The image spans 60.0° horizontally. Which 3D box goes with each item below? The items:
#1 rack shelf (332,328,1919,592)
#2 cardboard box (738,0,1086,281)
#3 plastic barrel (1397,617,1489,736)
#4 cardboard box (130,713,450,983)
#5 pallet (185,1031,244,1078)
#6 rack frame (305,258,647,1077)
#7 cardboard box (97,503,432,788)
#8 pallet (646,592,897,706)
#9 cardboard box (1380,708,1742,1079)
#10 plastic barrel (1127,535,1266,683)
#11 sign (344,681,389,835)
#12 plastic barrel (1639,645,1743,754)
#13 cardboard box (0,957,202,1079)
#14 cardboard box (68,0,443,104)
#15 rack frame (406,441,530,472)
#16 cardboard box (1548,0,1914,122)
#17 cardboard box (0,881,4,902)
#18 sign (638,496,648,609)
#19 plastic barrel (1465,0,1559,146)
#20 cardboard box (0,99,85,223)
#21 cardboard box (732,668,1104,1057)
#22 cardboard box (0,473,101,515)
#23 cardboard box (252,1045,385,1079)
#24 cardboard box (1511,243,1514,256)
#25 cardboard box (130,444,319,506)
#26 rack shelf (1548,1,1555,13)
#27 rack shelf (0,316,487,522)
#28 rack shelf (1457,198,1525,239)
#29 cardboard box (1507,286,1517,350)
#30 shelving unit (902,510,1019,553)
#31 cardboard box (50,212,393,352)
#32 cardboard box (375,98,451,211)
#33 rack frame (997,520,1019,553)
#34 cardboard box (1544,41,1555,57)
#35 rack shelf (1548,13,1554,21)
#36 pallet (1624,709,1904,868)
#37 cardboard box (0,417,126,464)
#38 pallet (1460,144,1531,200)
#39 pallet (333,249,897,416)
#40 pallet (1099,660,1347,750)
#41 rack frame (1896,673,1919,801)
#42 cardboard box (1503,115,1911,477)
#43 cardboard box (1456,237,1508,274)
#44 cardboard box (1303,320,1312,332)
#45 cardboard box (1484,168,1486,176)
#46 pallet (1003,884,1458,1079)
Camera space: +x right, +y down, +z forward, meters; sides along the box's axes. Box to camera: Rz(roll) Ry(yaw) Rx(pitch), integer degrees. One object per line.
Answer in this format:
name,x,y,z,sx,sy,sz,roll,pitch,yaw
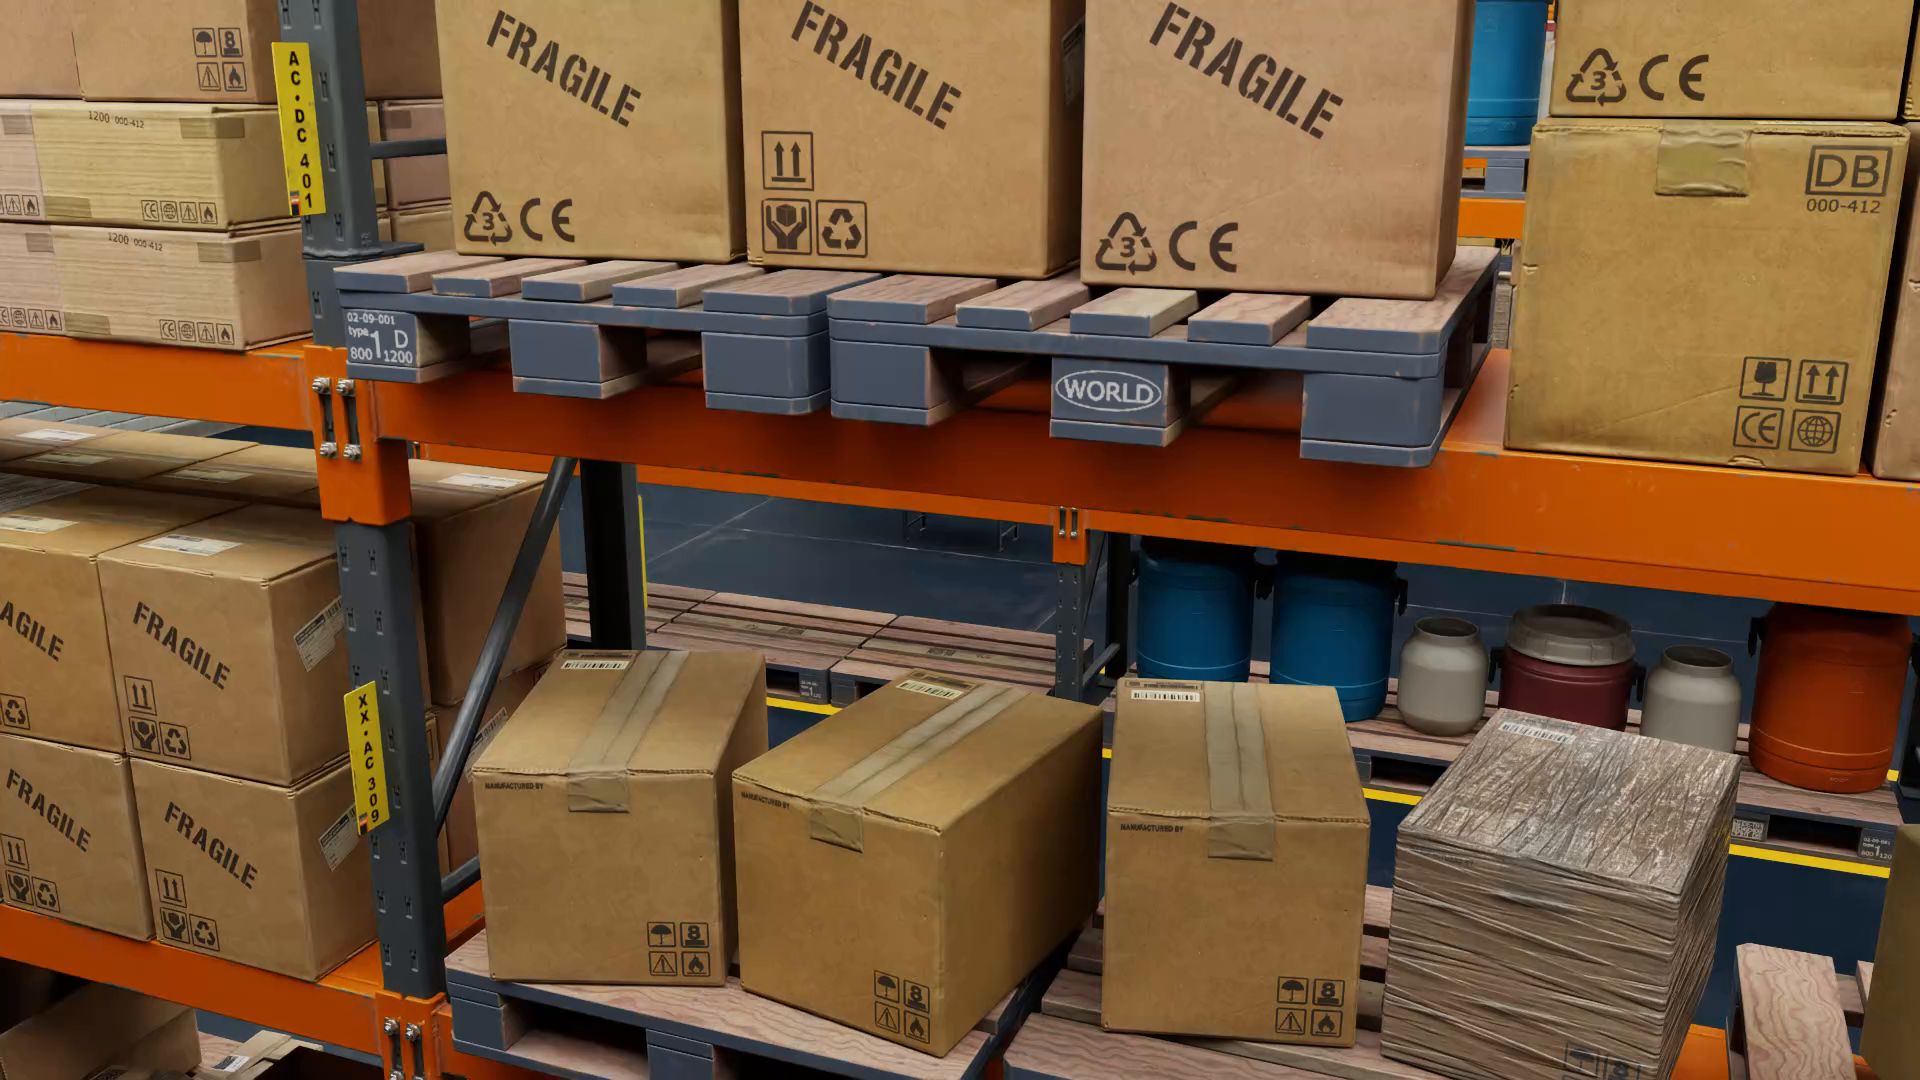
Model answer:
rack shelf,0.767,-0.143,3.196,4.000,0.370,1.077,6,17,21
cardboard box,-0.022,-0.858,3.256,0.600,0.600,0.600,6,17,20
plastic barrel,2.379,0.670,8.196,0.421,0.512,0.421,0,16,0
cardboard box,-1.652,0.715,4.152,0.500,0.500,0.500,7,17,22
pallet,-2.871,1.892,5.279,1.213,0.211,1.003,6,17,21
rack frame,-1.093,0.747,4.219,0.127,3.000,1.000,6,17,21
cardboard box,-1.659,0.235,4.012,0.500,0.500,0.500,6,17,21
pallet,-1.109,0.613,9.684,1.213,0.211,1.003,6,17,21
cardboard box,1.220,0.729,3.351,0.500,0.500,0.700,10,19,31
plastic barrel,1.228,0.329,8.670,0.708,0.901,0.600,6,17,21
sign,-1.285,0.473,3.611,0.005,0.325,0.100,6,17,21
plastic barrel,3.429,0.785,7.798,0.421,0.512,0.421,0,16,0
cardboard box,-2.843,1.544,5.163,0.637,0.503,0.797,6,17,21
cardboard box,-1.560,-1.261,3.785,0.500,0.500,0.700,6,17,21
rack frame,-2.993,-0.946,10.052,0.127,3.000,1.000,6,17,21
cardboard box,1.275,-0.963,2.757,0.500,0.500,0.500,6,17,21
cardboard box,-2.611,0.610,4.511,0.500,0.500,0.500,7,17,22
sign,-0.893,0.047,4.554,0.005,0.325,0.100,6,17,21
plastic barrel,2.372,-2.285,7.631,0.708,0.901,0.600,6,17,21
cardboard box,-2.109,-0.893,3.860,0.500,0.250,0.500,6,17,21
cardboard box,-0.072,0.658,3.594,0.500,0.500,0.700,9,19,29
cardboard box,-2.605,0.131,4.368,0.500,0.500,0.500,6,17,21
cardboard box,-1.727,1.752,4.453,0.500,0.500,0.500,6,17,21
cardboard box,5.618,-2.914,16.527,0.250,0.149,0.380,5,17,18
cardboard box,-1.908,0.045,4.664,0.500,0.500,0.500,6,17,19
rack shelf,8.042,-6.531,20.536,4.000,0.370,1.077,6,17,21
rack shelf,-2.954,-0.552,4.606,4.000,0.370,1.077,6,17,21
rack shelf,2.588,-1.427,7.620,4.000,0.370,1.077,6,17,21
cardboard box,4.297,-1.604,12.138,0.500,0.500,0.500,7,17,22
shelving unit,0.006,-0.720,11.962,0.755,1.500,0.431,6,17,21
cardboard box,-1.643,-0.602,3.755,0.500,0.250,0.500,6,17,21
cardboard box,-1.454,-0.975,4.145,0.500,0.250,0.500,6,17,21
rack frame,0.347,-0.682,11.833,0.023,1.500,0.400,6,17,21
cardboard box,4.358,-3.307,11.868,0.637,0.503,0.797,6,17,20
rack shelf,9.860,-7.818,24.971,4.000,0.370,1.077,6,17,21
pallet,3.700,1.142,7.863,1.213,0.211,1.003,6,17,21
cardboard box,-2.867,-0.060,5.027,0.500,0.500,0.500,7,18,22
pallet,2.549,-1.717,7.665,1.213,0.211,1.003,6,17,21
pallet,-0.512,-0.518,3.534,1.003,0.211,1.213,6,17,21
pallet,1.430,0.892,8.722,1.213,0.211,1.003,6,17,21
rack frame,4.449,-0.128,7.233,0.127,3.000,1.000,6,17,21
cardboard box,1.251,-0.473,2.864,0.500,0.500,0.910,6,17,21
cardboard box,3.776,-2.215,12.444,0.637,0.503,0.797,6,17,21
cardboard box,2.881,-1.758,12.668,0.500,0.500,0.500,6,17,21
cardboard box,6.968,-4.755,21.201,0.500,0.500,0.500,6,17,20
pallet,0.817,1.051,3.517,1.213,0.211,1.003,6,17,21
